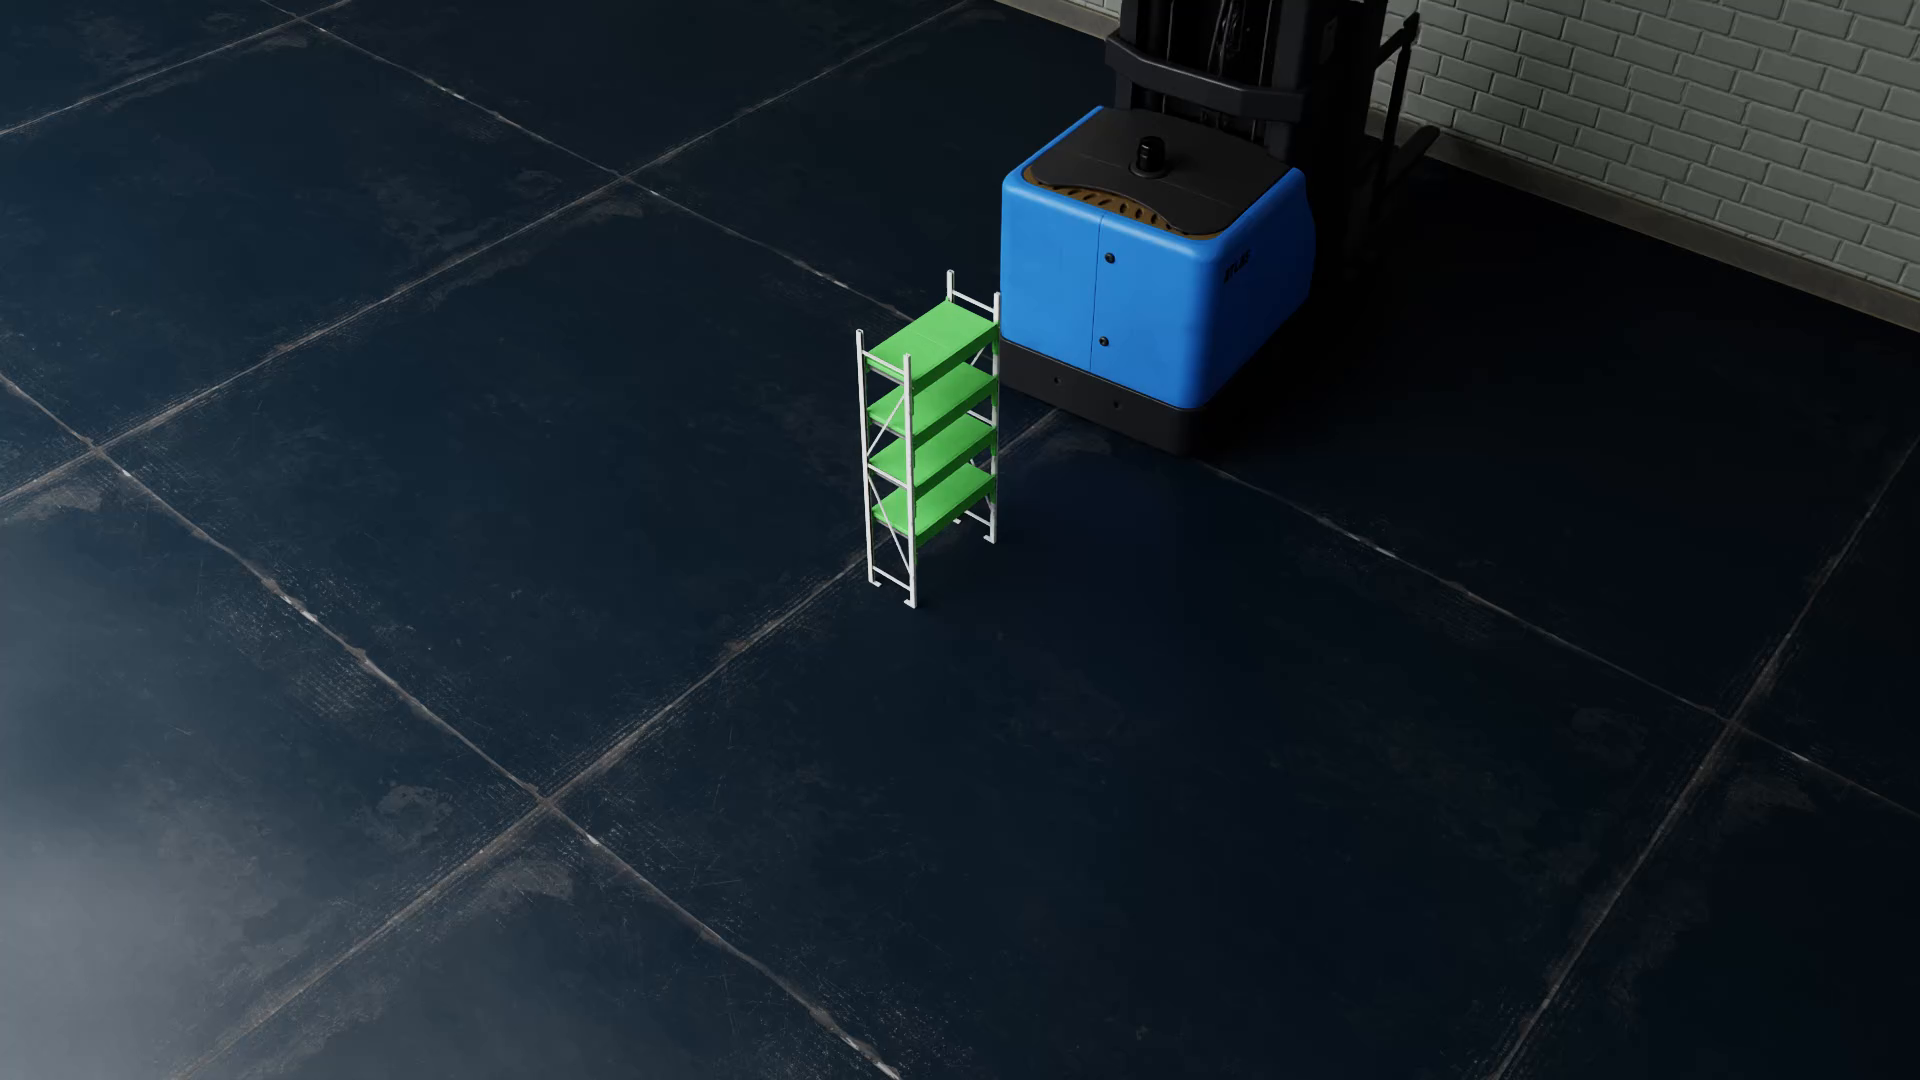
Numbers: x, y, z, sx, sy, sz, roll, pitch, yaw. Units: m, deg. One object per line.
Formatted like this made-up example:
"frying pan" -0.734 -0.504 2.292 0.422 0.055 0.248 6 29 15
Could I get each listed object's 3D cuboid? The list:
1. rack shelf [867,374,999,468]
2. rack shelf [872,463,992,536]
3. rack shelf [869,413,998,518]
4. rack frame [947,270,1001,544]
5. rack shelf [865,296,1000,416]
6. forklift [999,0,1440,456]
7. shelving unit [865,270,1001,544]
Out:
"rack shelf" -0.107 -0.489 6.134 0.258 0.148 0.480 29 50 28
"rack shelf" -0.107 -0.173 6.421 0.221 0.021 0.457 29 50 28
"rack shelf" -0.107 -0.311 6.296 0.258 0.148 0.480 29 50 28
"rack frame" 0.050 -0.484 6.391 0.240 1.200 0.015 29 50 28
"rack shelf" -0.107 -0.667 5.973 0.258 0.148 0.480 29 50 28
"forklift" 1.410 -2.396 7.206 1.130 2.935 3.031 25 48 25
"shelving unit" -0.103 -0.362 6.256 0.258 1.200 0.492 29 50 28
